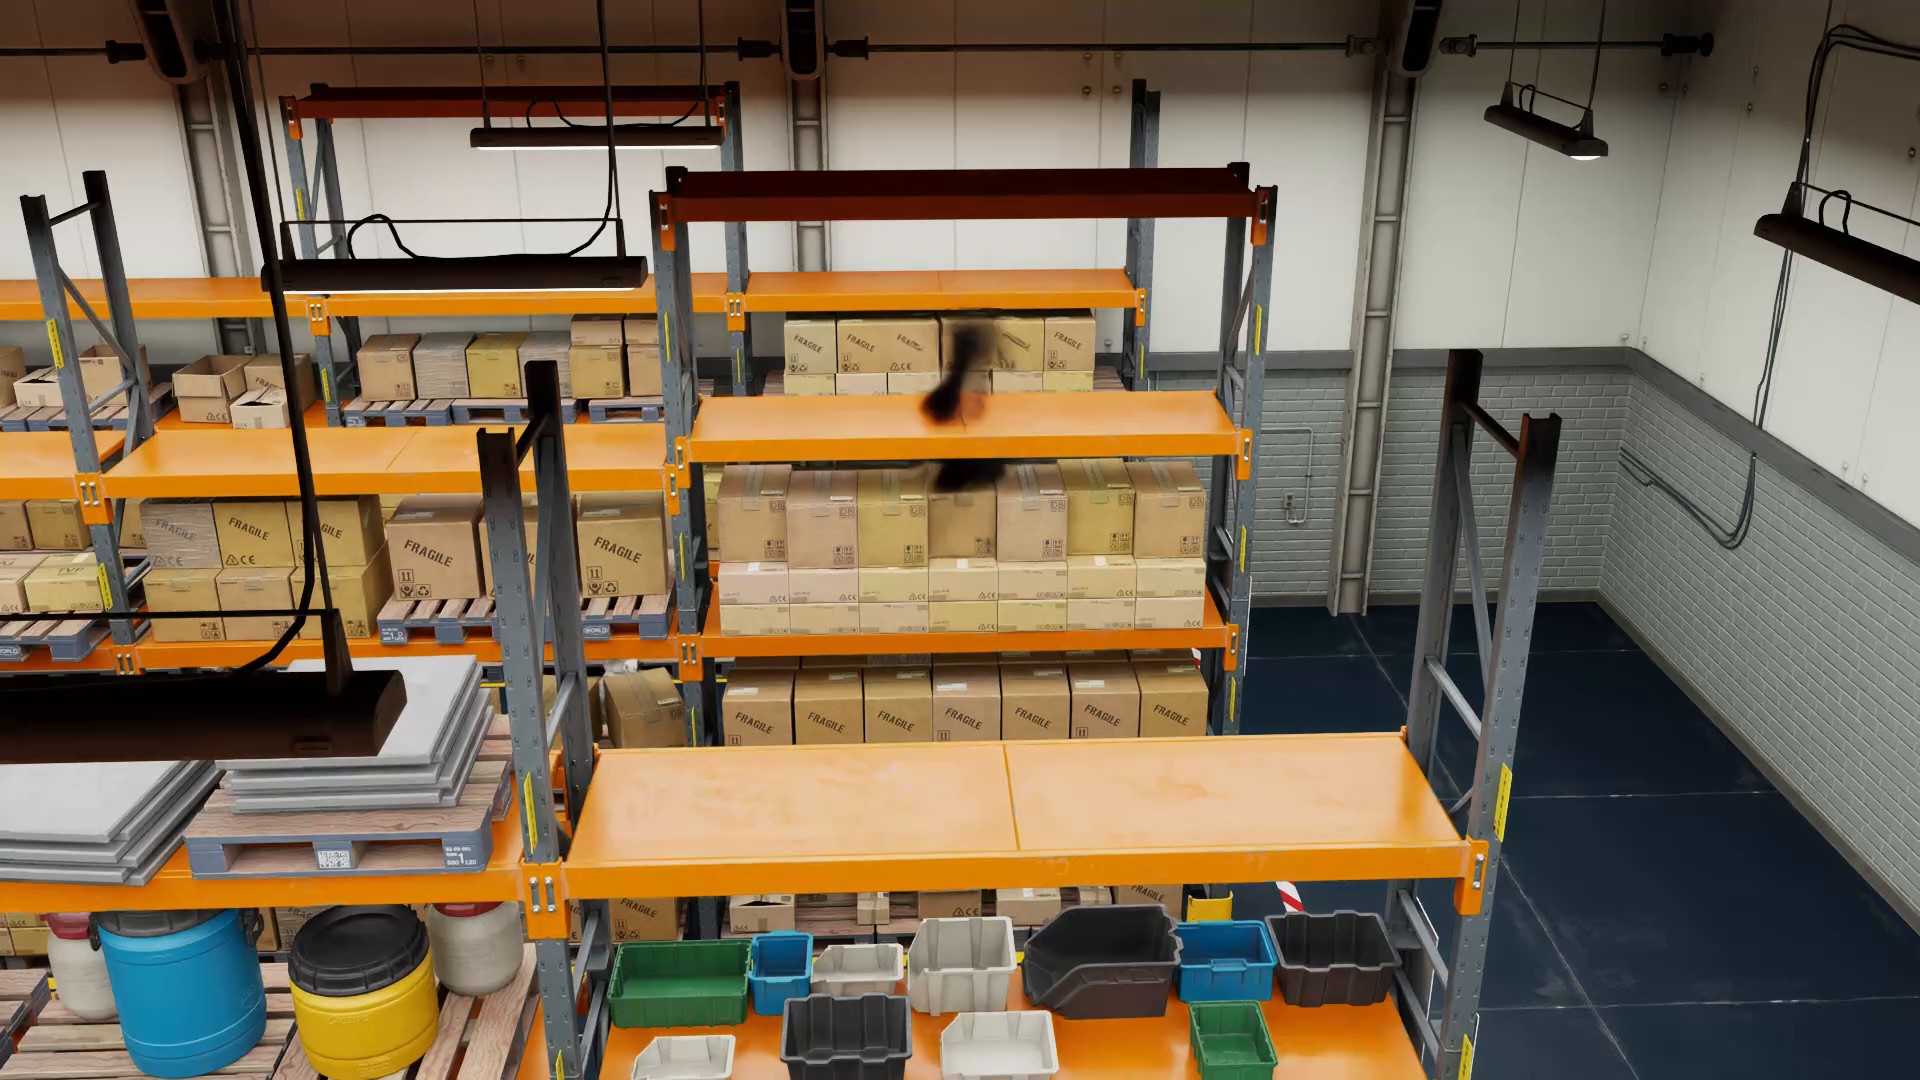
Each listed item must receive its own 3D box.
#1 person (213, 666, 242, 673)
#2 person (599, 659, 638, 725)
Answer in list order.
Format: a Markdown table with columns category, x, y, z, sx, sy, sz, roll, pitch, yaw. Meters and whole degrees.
| category | x | y | z | sx | sy | sz | roll | pitch | yaw |
| --- | --- | --- | --- | --- | --- | --- | --- | --- | --- |
| person | -6.143 | 1.742 | 14.716 | 0.655 | 1.657 | 0.581 | -5 | 23 | -13 |
| person | -3.258 | 1.231 | 15.811 | 0.990 | 1.751 | 0.687 | -7 | 23 | -17 |
